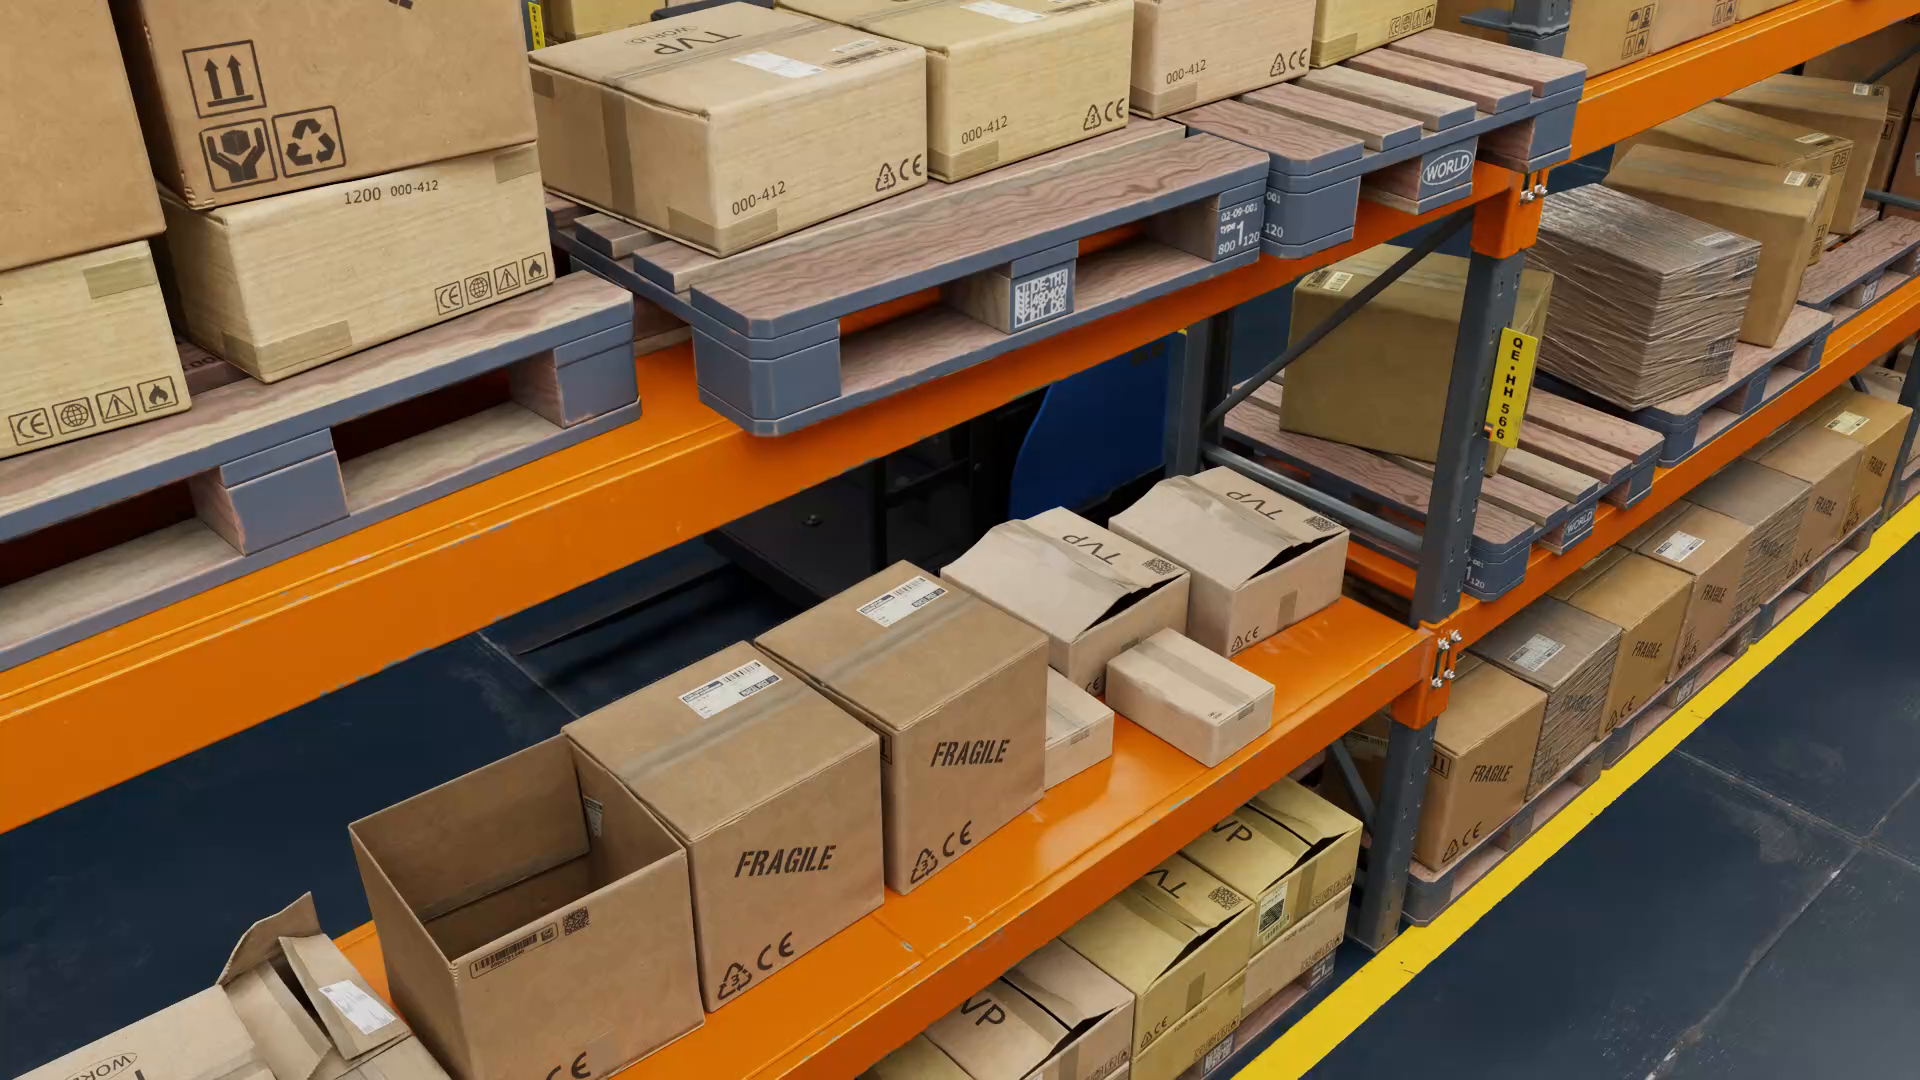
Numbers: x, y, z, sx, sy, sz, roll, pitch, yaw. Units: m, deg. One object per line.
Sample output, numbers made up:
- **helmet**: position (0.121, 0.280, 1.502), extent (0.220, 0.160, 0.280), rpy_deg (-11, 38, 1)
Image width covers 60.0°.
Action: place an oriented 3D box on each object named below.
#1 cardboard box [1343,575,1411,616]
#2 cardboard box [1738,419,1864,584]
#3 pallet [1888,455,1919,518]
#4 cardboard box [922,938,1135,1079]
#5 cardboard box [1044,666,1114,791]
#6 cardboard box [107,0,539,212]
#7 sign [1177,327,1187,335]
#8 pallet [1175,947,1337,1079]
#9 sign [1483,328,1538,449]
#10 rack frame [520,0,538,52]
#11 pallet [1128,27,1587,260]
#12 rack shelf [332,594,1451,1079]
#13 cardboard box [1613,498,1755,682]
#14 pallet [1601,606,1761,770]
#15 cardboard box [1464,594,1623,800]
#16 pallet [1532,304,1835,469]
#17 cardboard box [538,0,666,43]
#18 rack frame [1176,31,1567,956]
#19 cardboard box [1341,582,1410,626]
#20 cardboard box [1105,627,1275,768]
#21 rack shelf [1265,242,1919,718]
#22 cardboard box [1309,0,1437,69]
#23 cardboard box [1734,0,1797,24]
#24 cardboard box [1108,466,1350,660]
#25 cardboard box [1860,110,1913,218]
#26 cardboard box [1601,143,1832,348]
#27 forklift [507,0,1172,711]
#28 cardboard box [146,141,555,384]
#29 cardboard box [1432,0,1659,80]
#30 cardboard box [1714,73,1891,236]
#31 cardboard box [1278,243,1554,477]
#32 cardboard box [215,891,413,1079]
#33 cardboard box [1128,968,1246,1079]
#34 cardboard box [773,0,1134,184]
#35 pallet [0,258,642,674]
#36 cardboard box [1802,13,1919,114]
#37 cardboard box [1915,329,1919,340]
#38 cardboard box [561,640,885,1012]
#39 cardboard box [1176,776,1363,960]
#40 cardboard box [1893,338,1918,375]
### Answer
- **cardboard box**: position (1.646, -0.002, 6.134), extent (0.500, 0.250, 0.500), rpy_deg (-24, 39, -34)
- **cardboard box**: position (3.479, -0.201, 7.178), extent (0.500, 0.500, 0.500), rpy_deg (-26, 40, -35)
- **pallet**: position (4.518, -0.590, 8.513), extent (1.213, 0.211, 1.003), rpy_deg (-26, 40, -35)
- **cardboard box**: position (0.116, 1.282, 4.474), extent (0.500, 0.311, 0.500), rpy_deg (-26, 40, -36)
- **cardboard box**: position (0.184, 0.463, 4.358), extent (0.250, 0.149, 0.380), rpy_deg (-23, 38, -32)
- **cardboard box**: position (-0.971, -0.828, 2.376), extent (0.500, 0.500, 0.500), rpy_deg (-22, 38, -31)
- **sign**: position (0.705, -0.782, 5.120), extent (0.005, 0.325, 0.100), rpy_deg (-26, 40, -35)
- **pallet**: position (0.451, 1.349, 5.342), extent (1.213, 0.211, 1.003), rpy_deg (-26, 40, -35)
- **sign**: position (1.461, -0.401, 4.420), extent (0.005, 0.325, 0.100), rpy_deg (-26, 40, -35)
- **rack frame**: position (-2.290, -2.011, 8.164), extent (0.127, 3.000, 1.000), rpy_deg (-26, 40, -35)
- **pallet**: position (0.644, -1.042, 3.884), extent (1.003, 0.211, 1.213), rpy_deg (-24, 39, -33)
- **rack shelf**: position (-0.385, 0.899, 4.095), extent (4.000, 0.370, 1.077), rpy_deg (-26, 40, -35)
- **cardboard box**: position (2.740, 0.158, 6.591), extent (0.500, 0.500, 0.500), rpy_deg (-27, 41, -37)
- **pallet**: position (2.549, 0.391, 6.908), extent (1.213, 0.211, 1.003), rpy_deg (-26, 40, -35)
- **cardboard box**: position (1.989, 0.521, 5.997), extent (0.500, 0.500, 0.500), rpy_deg (-27, 41, -37)
- **pallet**: position (2.504, -0.727, 6.248), extent (1.213, 0.211, 1.003), rpy_deg (-26, 40, -35)
- **cardboard box**: position (-1.760, -2.582, 7.978), extent (0.500, 0.250, 0.500), rpy_deg (-25, 39, -34)
- **rack frame**: position (1.081, -0.118, 5.067), extent (0.127, 3.000, 1.000), rpy_deg (-26, 40, -35)
- **cardboard box**: position (1.607, 0.339, 6.294), extent (0.500, 0.500, 0.500), rpy_deg (-24, 39, -34)
- **cardboard box**: position (0.609, 0.414, 4.438), extent (0.250, 0.149, 0.380), rpy_deg (-26, 40, -35)
- **rack shelf**: position (2.548, -0.520, 6.415), extent (4.000, 0.370, 1.077), rpy_deg (-26, 40, -35)
- **cardboard box**: position (0.787, -1.330, 3.916), extent (0.500, 0.250, 0.500), rpy_deg (26, 40, 35)
- **cardboard box**: position (2.133, -1.973, 5.130), extent (0.500, 0.500, 0.910), rpy_deg (-26, 40, -35)
- **cardboard box**: position (0.785, 0.033, 4.907), extent (0.500, 0.311, 0.500), rpy_deg (-23, 38, -33)
- **cardboard box**: position (4.206, -1.855, 7.812), extent (0.500, 0.500, 0.500), rpy_deg (-25, 39, -35)
- **cardboard box**: position (2.761, -1.108, 6.188), extent (0.700, 0.500, 0.500), rpy_deg (18, 36, 27)
- **forklift**: position (-0.462, -1.031, 6.627), extent (3.031, 2.935, 1.130), rpy_deg (-25, 40, -35)
- **cardboard box**: position (-0.993, -0.505, 2.566), extent (0.500, 0.250, 0.500), rpy_deg (25, 39, 34)
- **cardboard box**: position (1.378, -1.608, 4.533), extent (0.500, 0.500, 0.910), rpy_deg (-26, 40, -35)
- **cardboard box**: position (3.515, -1.676, 7.117), extent (0.700, 0.500, 0.500), rpy_deg (15, 35, 23)
- **cardboard box**: position (1.466, -0.606, 5.367), extent (0.700, 0.500, 0.500), rpy_deg (15, 35, 23)
- **cardboard box**: position (-1.332, 0.976, 3.407), extent (0.258, 0.266, 0.396), rpy_deg (-27, 40, -37)
- **cardboard box**: position (0.486, 1.340, 4.916), extent (0.500, 0.250, 0.500), rpy_deg (-26, 40, -36)
- **cardboard box**: position (-0.013, -0.939, 3.276), extent (0.500, 0.250, 0.500), rpy_deg (-27, 40, -36)
- **pallet**: position (-1.214, -0.215, 2.534), extent (0.805, 0.209, 1.217), rpy_deg (27, 41, 37)
- **cardboard box**: position (4.209, -2.284, 7.556), extent (0.500, 0.500, 0.500), rpy_deg (-26, 40, -35)
- **cardboard box**: position (5.388, -1.328, 9.017), extent (0.637, 0.503, 0.797), rpy_deg (-26, 40, -35)
- **cardboard box**: position (-0.524, 0.628, 3.752), extent (0.500, 0.500, 0.500), rpy_deg (-26, 40, -35)
- **cardboard box**: position (0.864, 0.917, 5.071), extent (0.500, 0.311, 0.500), rpy_deg (-25, 39, -34)
- **cardboard box**: position (5.097, -0.892, 8.628), extent (0.250, 0.166, 0.380), rpy_deg (-26, 40, -35)
